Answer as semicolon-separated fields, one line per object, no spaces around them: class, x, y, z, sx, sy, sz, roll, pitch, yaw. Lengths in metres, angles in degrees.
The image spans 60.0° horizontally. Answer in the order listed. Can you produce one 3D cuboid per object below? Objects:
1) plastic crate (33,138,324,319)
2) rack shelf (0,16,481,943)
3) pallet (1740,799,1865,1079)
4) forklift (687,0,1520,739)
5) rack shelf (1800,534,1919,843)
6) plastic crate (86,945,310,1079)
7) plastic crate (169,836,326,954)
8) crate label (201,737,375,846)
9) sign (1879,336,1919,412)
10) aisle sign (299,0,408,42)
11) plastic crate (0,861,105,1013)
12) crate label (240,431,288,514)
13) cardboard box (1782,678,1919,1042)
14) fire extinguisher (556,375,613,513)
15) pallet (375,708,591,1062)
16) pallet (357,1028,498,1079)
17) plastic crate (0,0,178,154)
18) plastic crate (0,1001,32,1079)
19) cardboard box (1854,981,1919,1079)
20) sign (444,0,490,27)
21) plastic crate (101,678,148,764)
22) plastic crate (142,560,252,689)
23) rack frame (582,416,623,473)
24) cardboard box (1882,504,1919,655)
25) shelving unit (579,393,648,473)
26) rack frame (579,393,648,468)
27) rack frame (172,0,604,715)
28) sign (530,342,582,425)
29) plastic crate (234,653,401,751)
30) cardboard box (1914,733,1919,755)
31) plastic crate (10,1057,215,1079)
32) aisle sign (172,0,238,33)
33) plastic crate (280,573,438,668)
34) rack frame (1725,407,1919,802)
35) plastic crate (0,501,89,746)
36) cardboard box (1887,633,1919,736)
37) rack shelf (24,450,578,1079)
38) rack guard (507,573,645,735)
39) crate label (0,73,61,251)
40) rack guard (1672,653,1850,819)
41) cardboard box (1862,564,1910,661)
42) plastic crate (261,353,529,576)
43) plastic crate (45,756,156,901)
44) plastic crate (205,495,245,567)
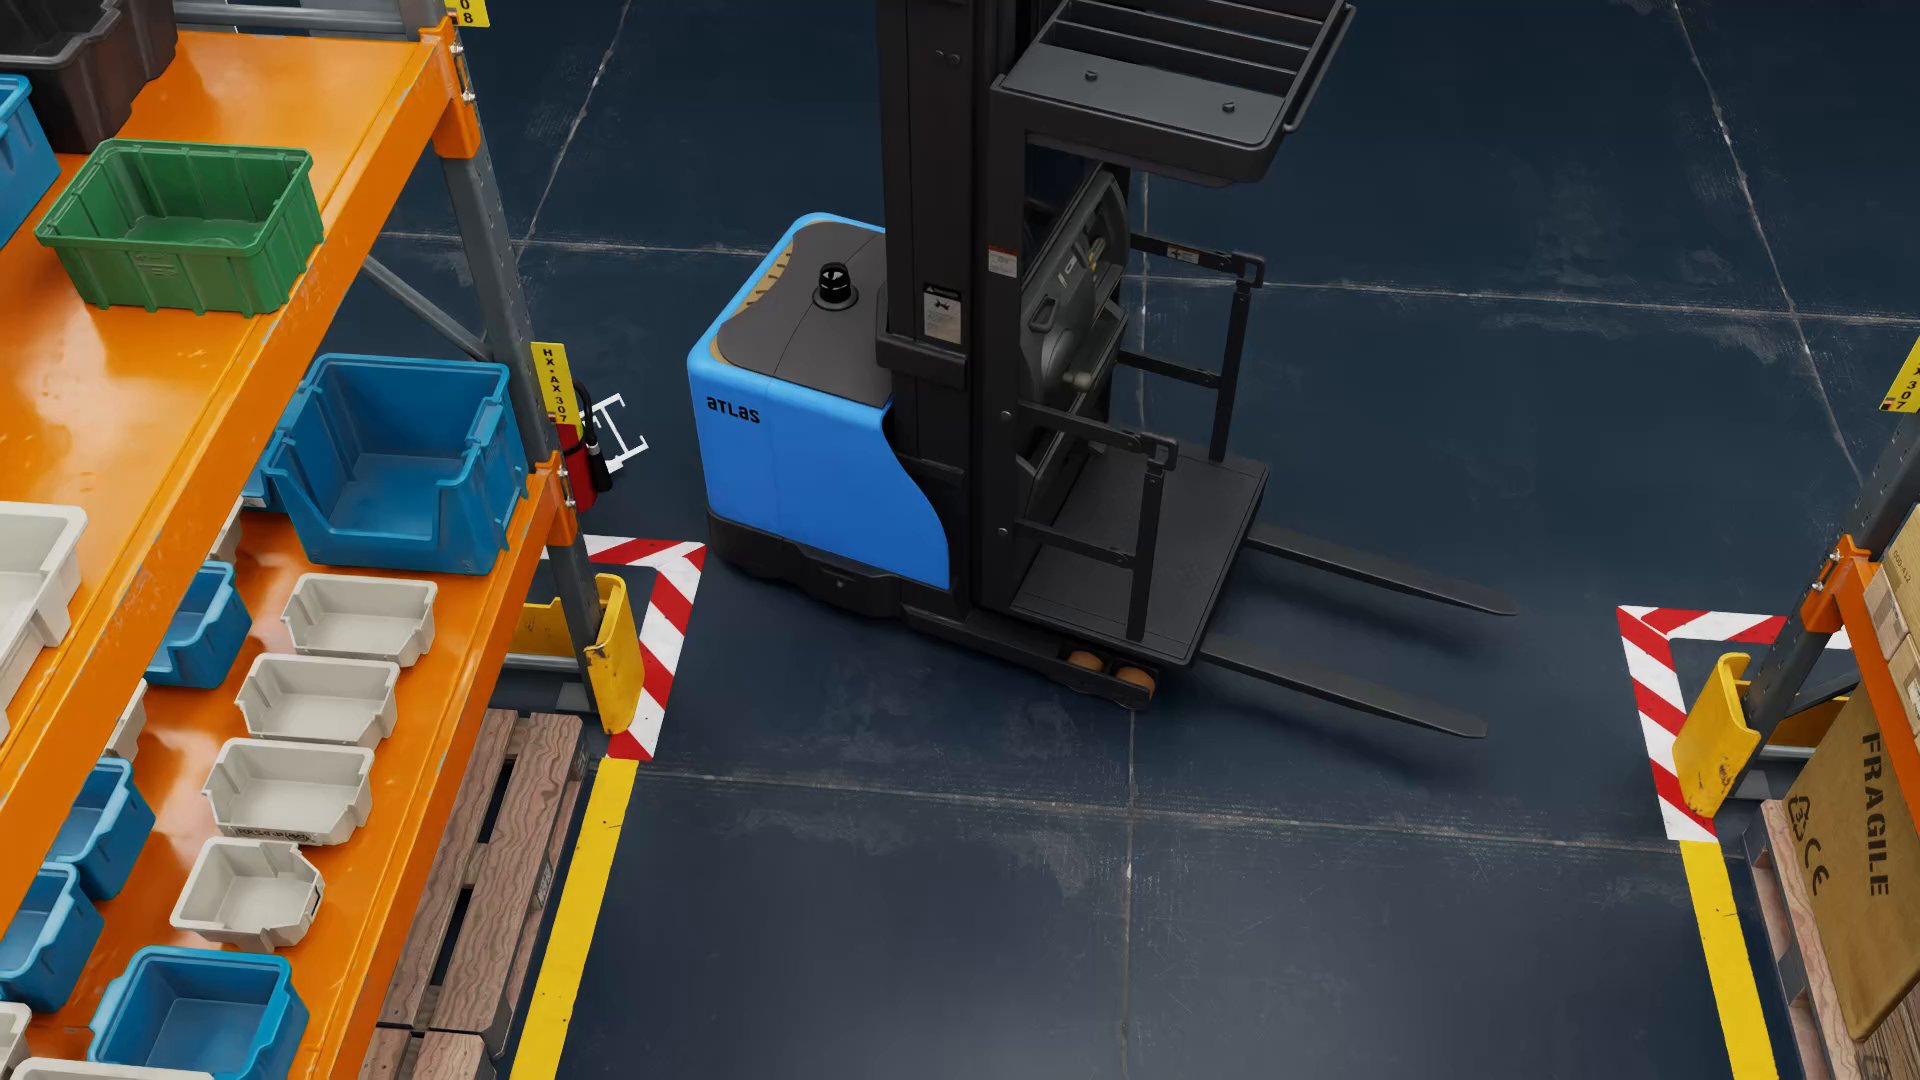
plastic crate;-1.578;-0.638;3.412;0.450;0.188;0.336;4;48;4
rack shelf;-1.954;0.259;2.935;1.077;0.370;4.000;4;48;4
pallet;3.165;1.426;5.303;1.003;0.211;1.213;4;48;4
forklift;0.574;-0.809;5.504;3.031;2.935;1.130;17;50;15
rack shelf;2.978;1.604;3.738;1.077;0.370;4.000;4;48;4
plastic crate;-1.704;1.121;3.765;0.416;0.233;0.300;4;48;4
plastic crate;-1.716;0.876;4.054;0.298;0.136;0.250;4;48;4
crate label;-1.708;0.657;4.254;0.396;0.136;0.243;4;48;4
sign;2.608;-0.469;4.506;0.100;0.325;0.005;4;48;4
aisle sign;-1.474;-1.352;4.192;0.394;0.787;0.004;4;48;4
plastic crate;-2.270;0.942;3.928;0.416;0.233;0.300;4;48;4
crate label;-2.122;-0.246;5.015;0.416;0.233;0.303;4;48;4
cardboard box;3.182;0.943;5.010;0.875;0.875;0.875;4;48;4
fire extinguisher;-1.306;-0.370;5.361;0.296;0.674;0.183;4;48;4
pallet;-1.886;1.103;5.598;1.003;0.211;1.213;4;48;4
pallet;-2.000;1.997;4.780;1.003;0.211;1.213;4;48;4
plastic crate;-2.085;-1.146;3.821;0.497;0.269;0.590;4;48;4
plastic crate;-2.277;1.267;3.697;0.293;0.136;0.466;4;48;4
cardboard box;3.099;1.611;4.399;0.875;0.875;0.875;4;48;4
sign;-1.223;-1.393;4.030;0.100;0.325;0.005;4;48;4
plastic crate;-2.296;0.515;4.384;0.250;0.136;0.298;4;48;4
plastic crate;-2.182;0.238;4.573;0.416;0.233;0.300;4;48;4
rack frame;-1.948;-0.134;6.736;1.200;0.015;0.240;-31;96;-23
cardboard box;2.848;0.176;4.456;0.500;0.250;0.500;3;48;2
shelving unit;-1.853;-0.161;6.513;1.200;0.503;0.258;-31;96;-23
rack frame;-1.758;-0.188;6.290;1.200;0.015;0.240;-31;96;-23
rack frame;-1.772;-0.441;5.121;1.000;3.000;0.127;4;48;4
sign;-1.223;-0.471;5.038;0.100;0.325;0.005;4;48;4
plastic crate;-1.707;0.451;4.443;0.396;0.136;0.243;4;48;4
cardboard box;2.754;0.592;4.346;0.380;0.149;0.250;3;48;3
plastic crate;-1.814;1.408;3.469;0.437;0.282;0.530;4;48;4
aisle sign;-2.061;-1.392;4.228;0.394;0.787;0.004;4;48;4
plastic crate;-1.666;0.239;4.637;0.396;0.136;0.243;4;48;4
rack frame;3.160;-0.108;4.816;1.000;3.000;0.127;4;48;4
plastic crate;-1.713;0.170;2.707;0.437;0.136;0.530;4;48;4
cardboard box;2.777;0.404;4.518;0.380;0.149;0.250;3;48;3
rack shelf;-1.954;1.271;4.042;1.077;0.370;4.000;4;48;4
rack guard;-1.783;0.384;6.060;1.175;0.500;0.348;4;48;4
crate label;-2.178;-0.747;3.469;0.408;0.251;0.502;4;48;4
rack guard;3.163;0.718;5.755;1.175;0.500;0.348;4;48;4
cardboard box;2.799;0.215;4.691;0.380;0.149;0.250;4;48;4
plastic crate;-1.616;-0.215;4.849;0.616;0.435;0.499;4;48;4
plastic crate;-2.242;0.722;4.130;0.416;0.233;0.300;4;48;4
plastic crate;-2.234;0.017;4.840;0.250;0.136;0.298;4;48;4
